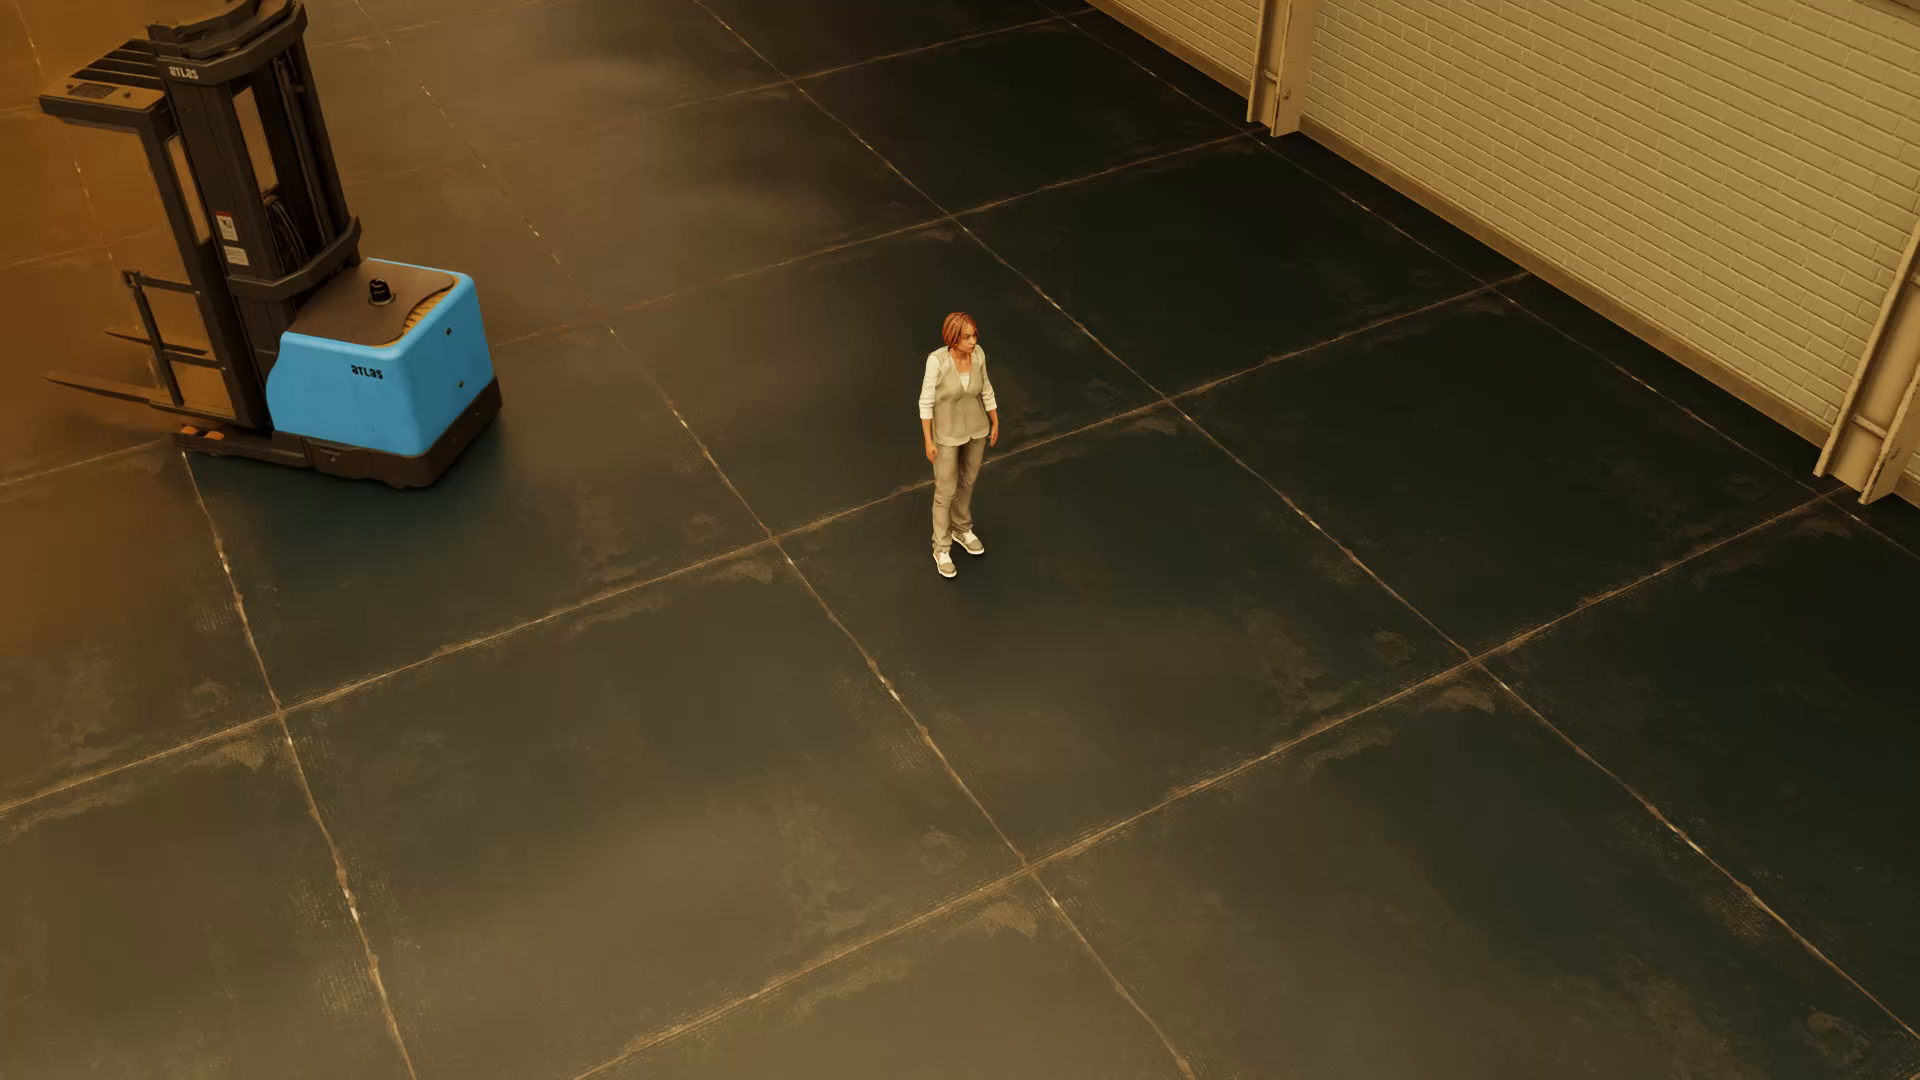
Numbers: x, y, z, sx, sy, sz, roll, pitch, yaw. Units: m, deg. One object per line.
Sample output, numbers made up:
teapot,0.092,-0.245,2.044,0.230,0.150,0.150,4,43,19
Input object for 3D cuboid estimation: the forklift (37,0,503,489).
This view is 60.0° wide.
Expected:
forklift,-4.692,-1.992,10.438,3.031,2.935,1.130,11,41,13

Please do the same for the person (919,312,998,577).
person,0.025,-0.575,9.762,0.520,1.599,0.473,-20,44,-23
